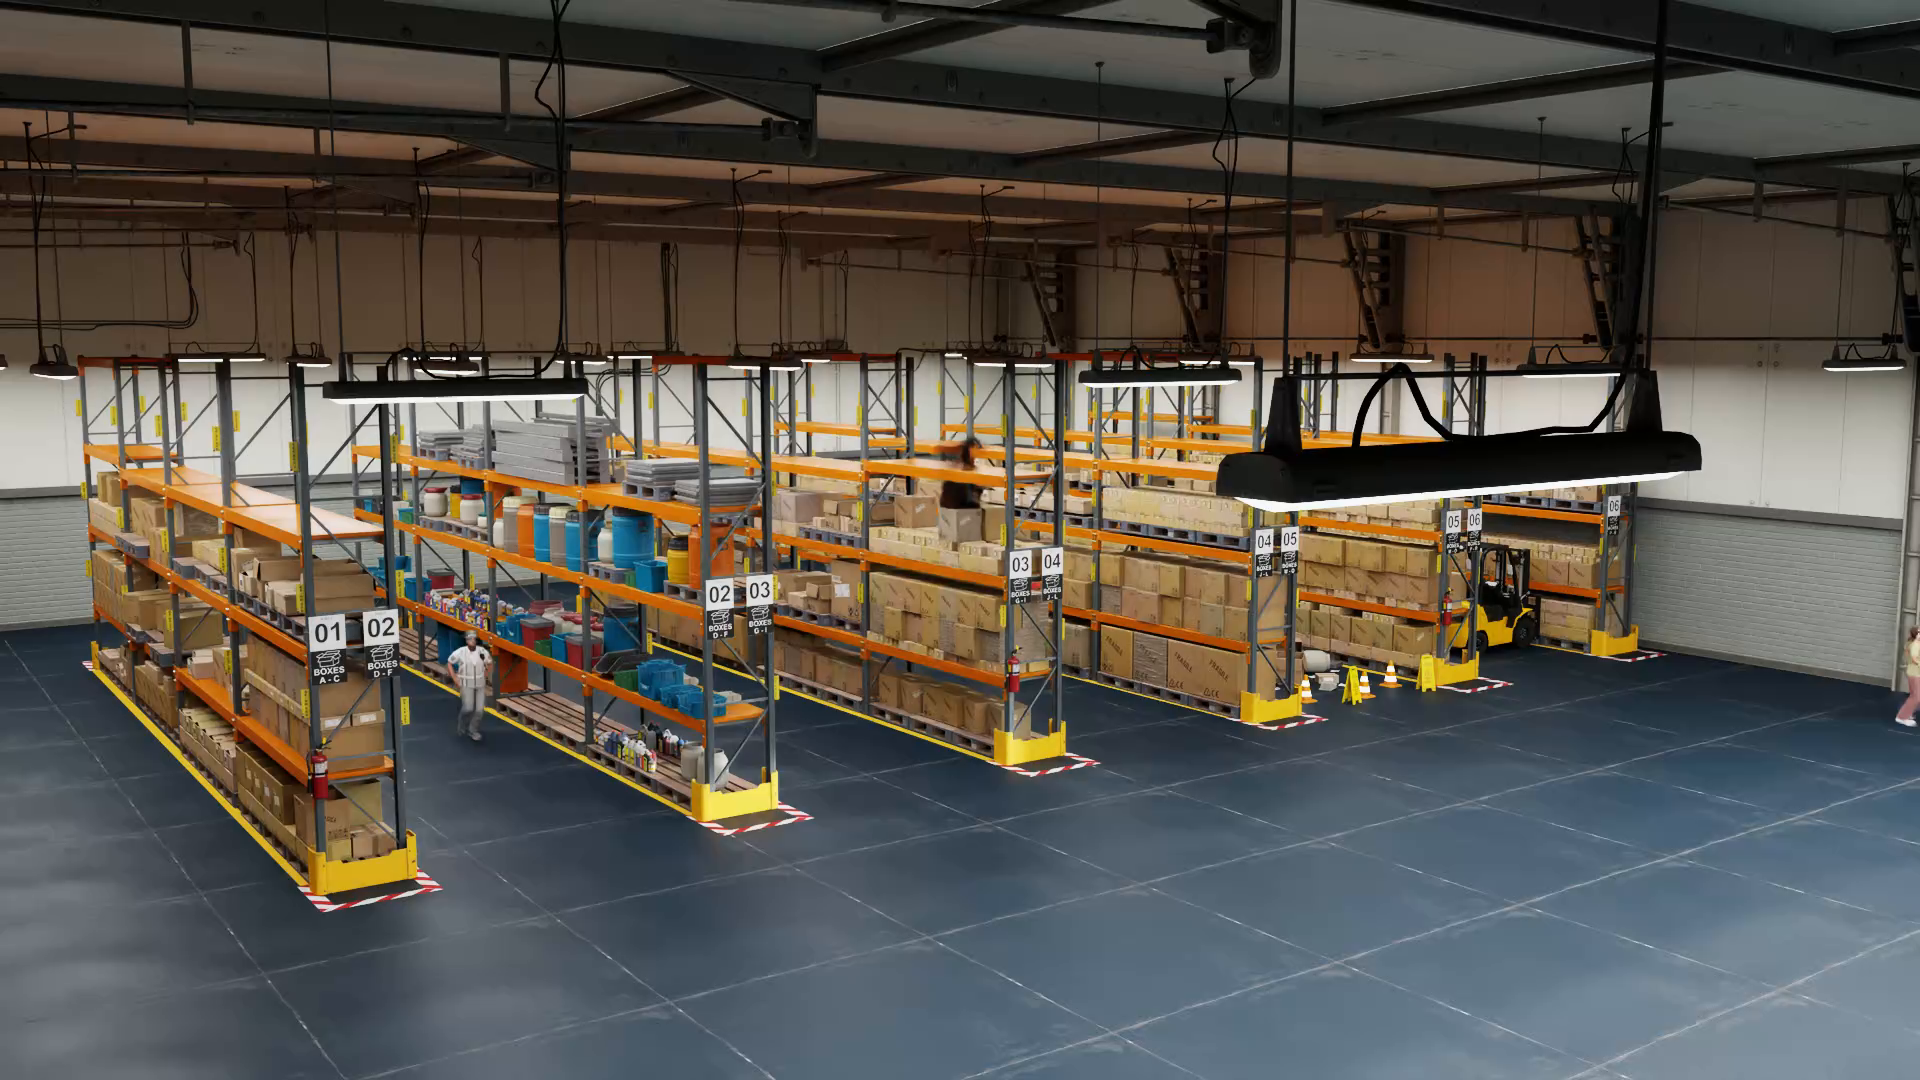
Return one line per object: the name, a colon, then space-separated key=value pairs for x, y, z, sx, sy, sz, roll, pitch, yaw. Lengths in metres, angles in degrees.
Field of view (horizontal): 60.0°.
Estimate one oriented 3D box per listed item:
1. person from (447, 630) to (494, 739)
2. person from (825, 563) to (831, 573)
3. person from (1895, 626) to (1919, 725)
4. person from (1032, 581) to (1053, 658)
person: x=-7.670 y=2.286 z=26.217 sx=0.710 sy=1.757 sz=0.525 roll=-4 pitch=8 yaw=-31
person: x=-3.169 y=0.298 z=42.687 sx=0.820 sy=1.844 sz=0.666 roll=-5 pitch=9 yaw=-37
person: x=15.650 y=2.216 z=27.176 sx=0.551 sy=1.641 sz=0.630 roll=4 pitch=8 yaw=33
person: x=1.410 y=1.609 z=30.428 sx=0.673 sy=1.767 sz=0.872 roll=-5 pitch=9 yaw=-38
